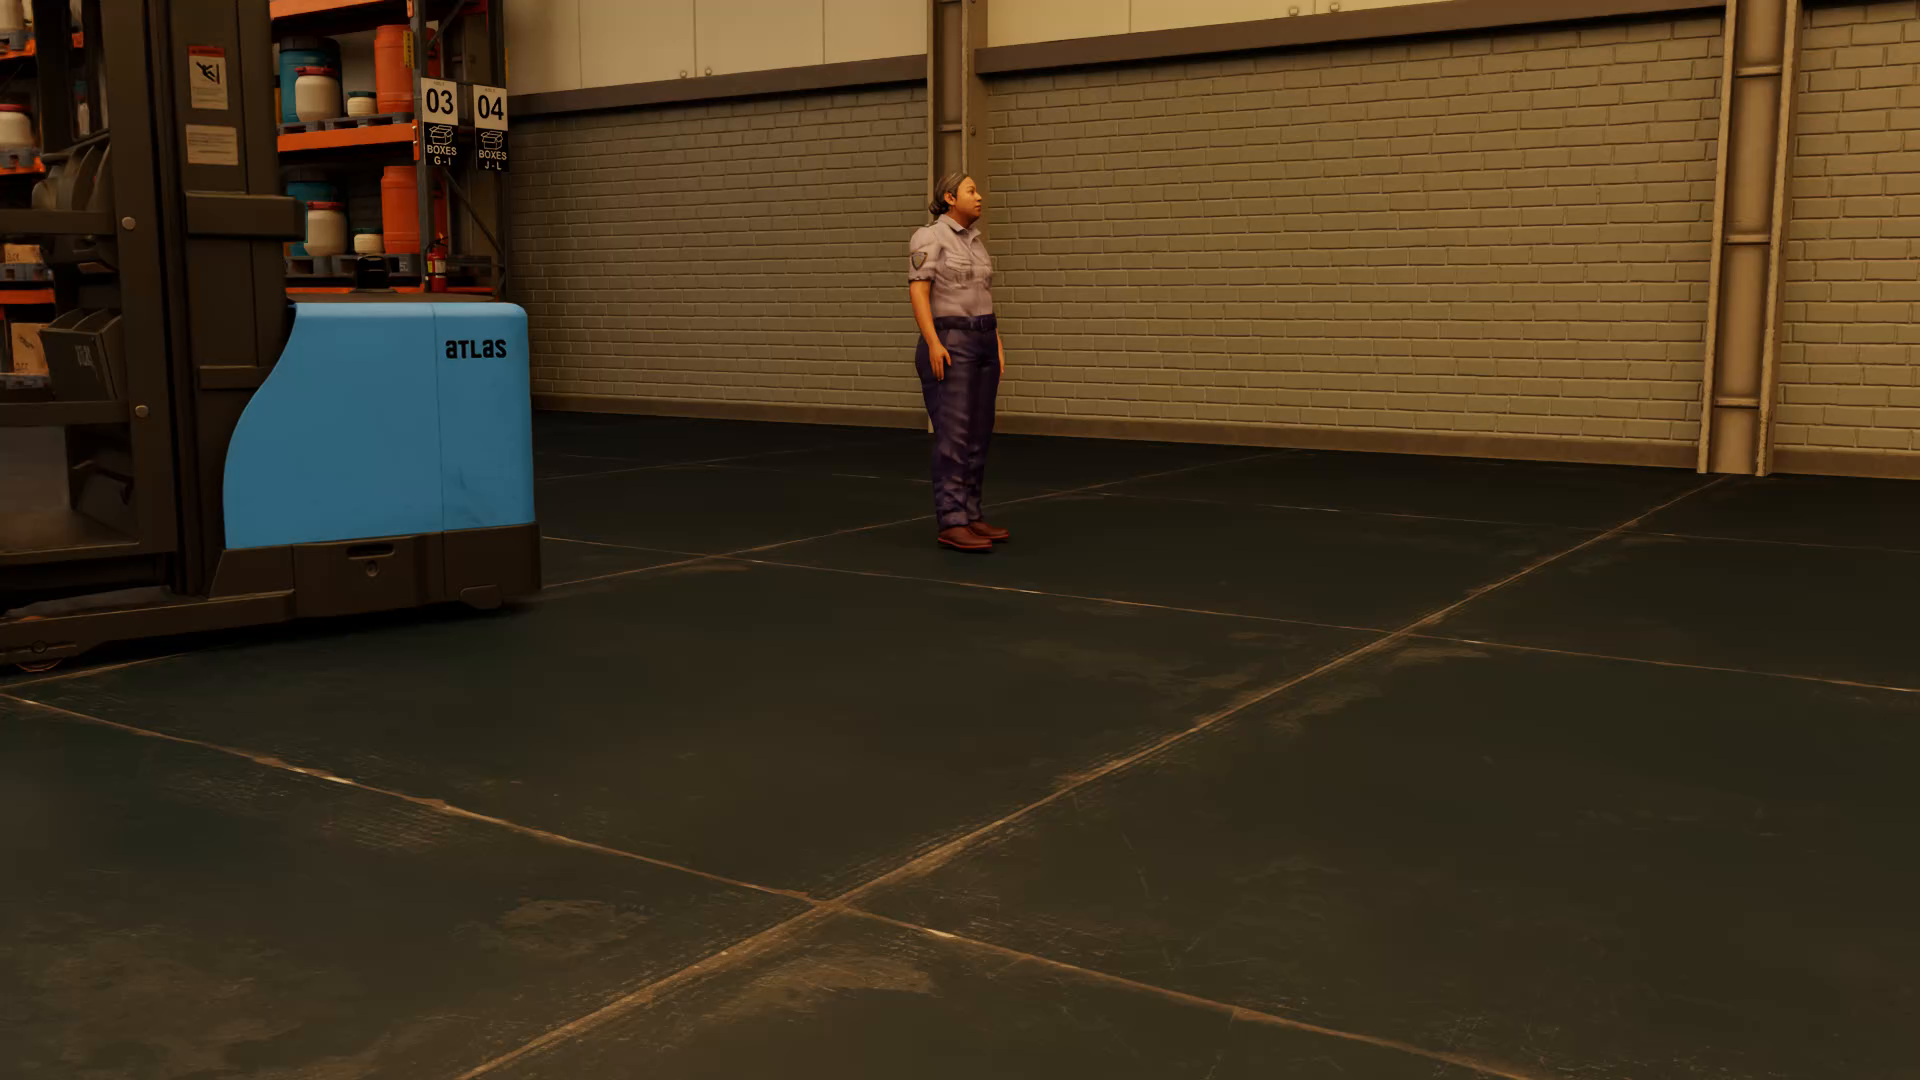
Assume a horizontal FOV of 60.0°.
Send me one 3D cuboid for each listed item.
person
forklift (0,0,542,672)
[{"bbox_3d":[0.061,-0.814,7.418,0.503,1.651,0.598,5,10,34],"label":"person"},{"bbox_3d":[-2.955,-1.130,5.141,3.031,2.935,1.130,-6,10,-37],"label":"forklift"}]
